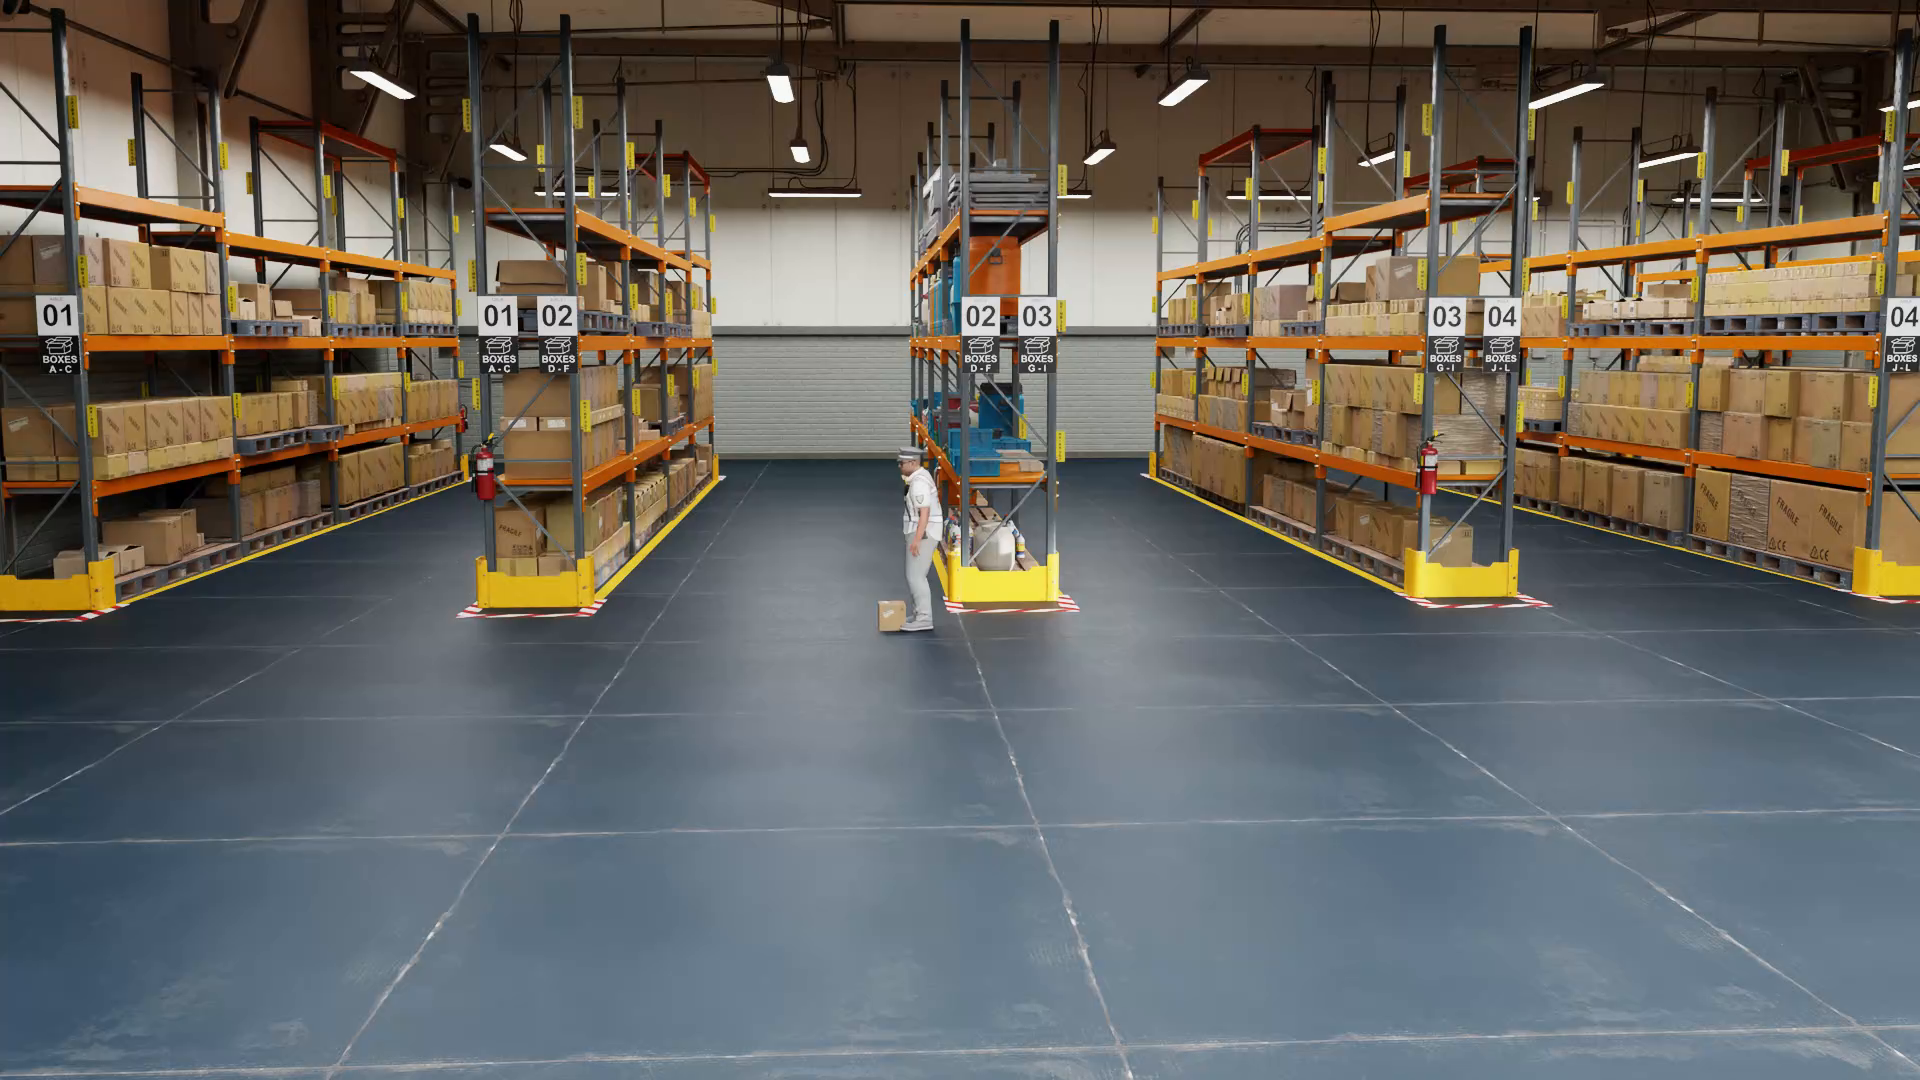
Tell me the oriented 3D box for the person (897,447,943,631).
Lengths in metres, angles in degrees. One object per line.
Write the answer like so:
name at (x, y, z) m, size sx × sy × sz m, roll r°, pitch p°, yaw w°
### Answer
person at (-0.386, -0.022, 15.890) m, size 0.434 × 1.748 × 0.588 m, roll -1°, pitch 7°, yaw -4°
